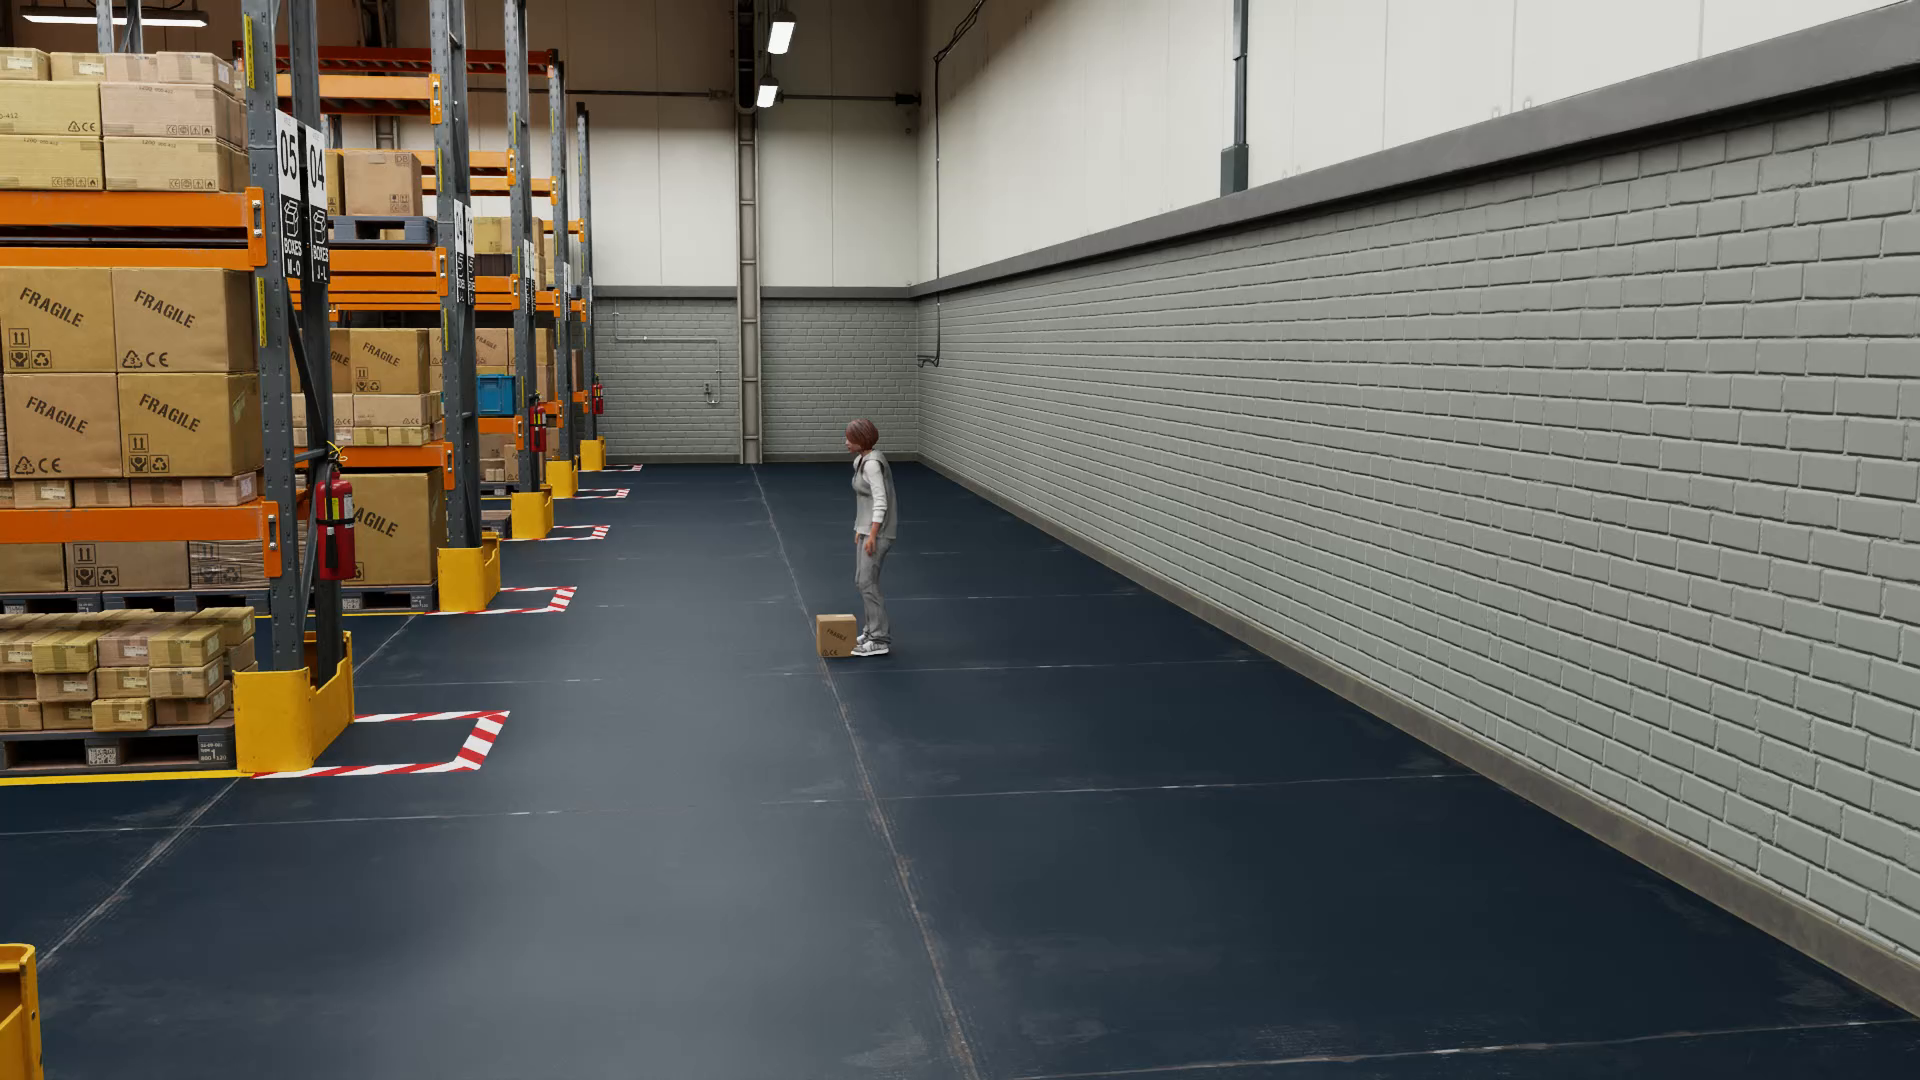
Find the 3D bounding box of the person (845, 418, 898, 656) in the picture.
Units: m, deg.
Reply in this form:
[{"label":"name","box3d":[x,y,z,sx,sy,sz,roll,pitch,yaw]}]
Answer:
[{"label":"person","box3d":[-0.604,-0.023,11.239,0.348,1.590,0.467,-1,7,-12]}]
